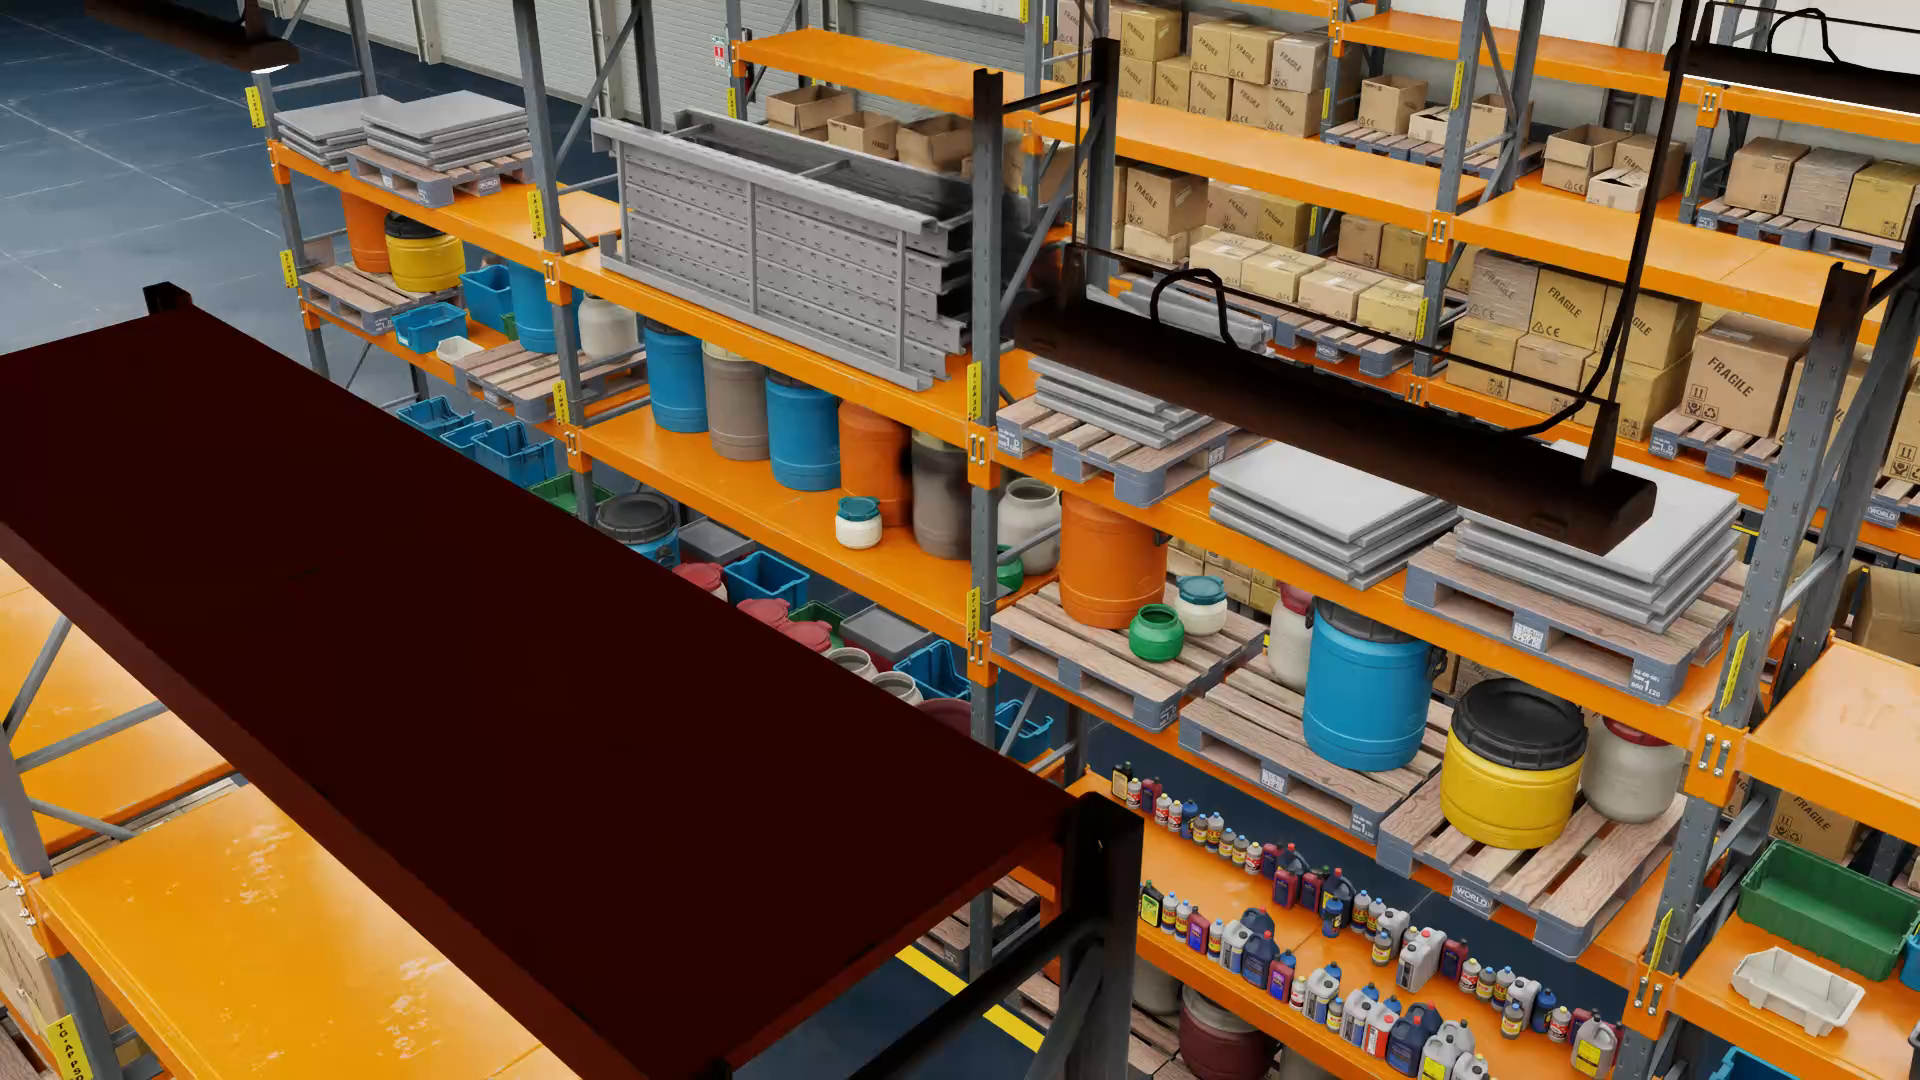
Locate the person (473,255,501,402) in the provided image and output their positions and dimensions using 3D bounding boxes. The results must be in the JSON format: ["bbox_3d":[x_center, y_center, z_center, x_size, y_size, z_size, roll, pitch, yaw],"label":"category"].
[{"bbox_3d":[-5.145,-2.420,18.779,0.948,1.678,0.552,-14,32,-23],"label":"person"}]
